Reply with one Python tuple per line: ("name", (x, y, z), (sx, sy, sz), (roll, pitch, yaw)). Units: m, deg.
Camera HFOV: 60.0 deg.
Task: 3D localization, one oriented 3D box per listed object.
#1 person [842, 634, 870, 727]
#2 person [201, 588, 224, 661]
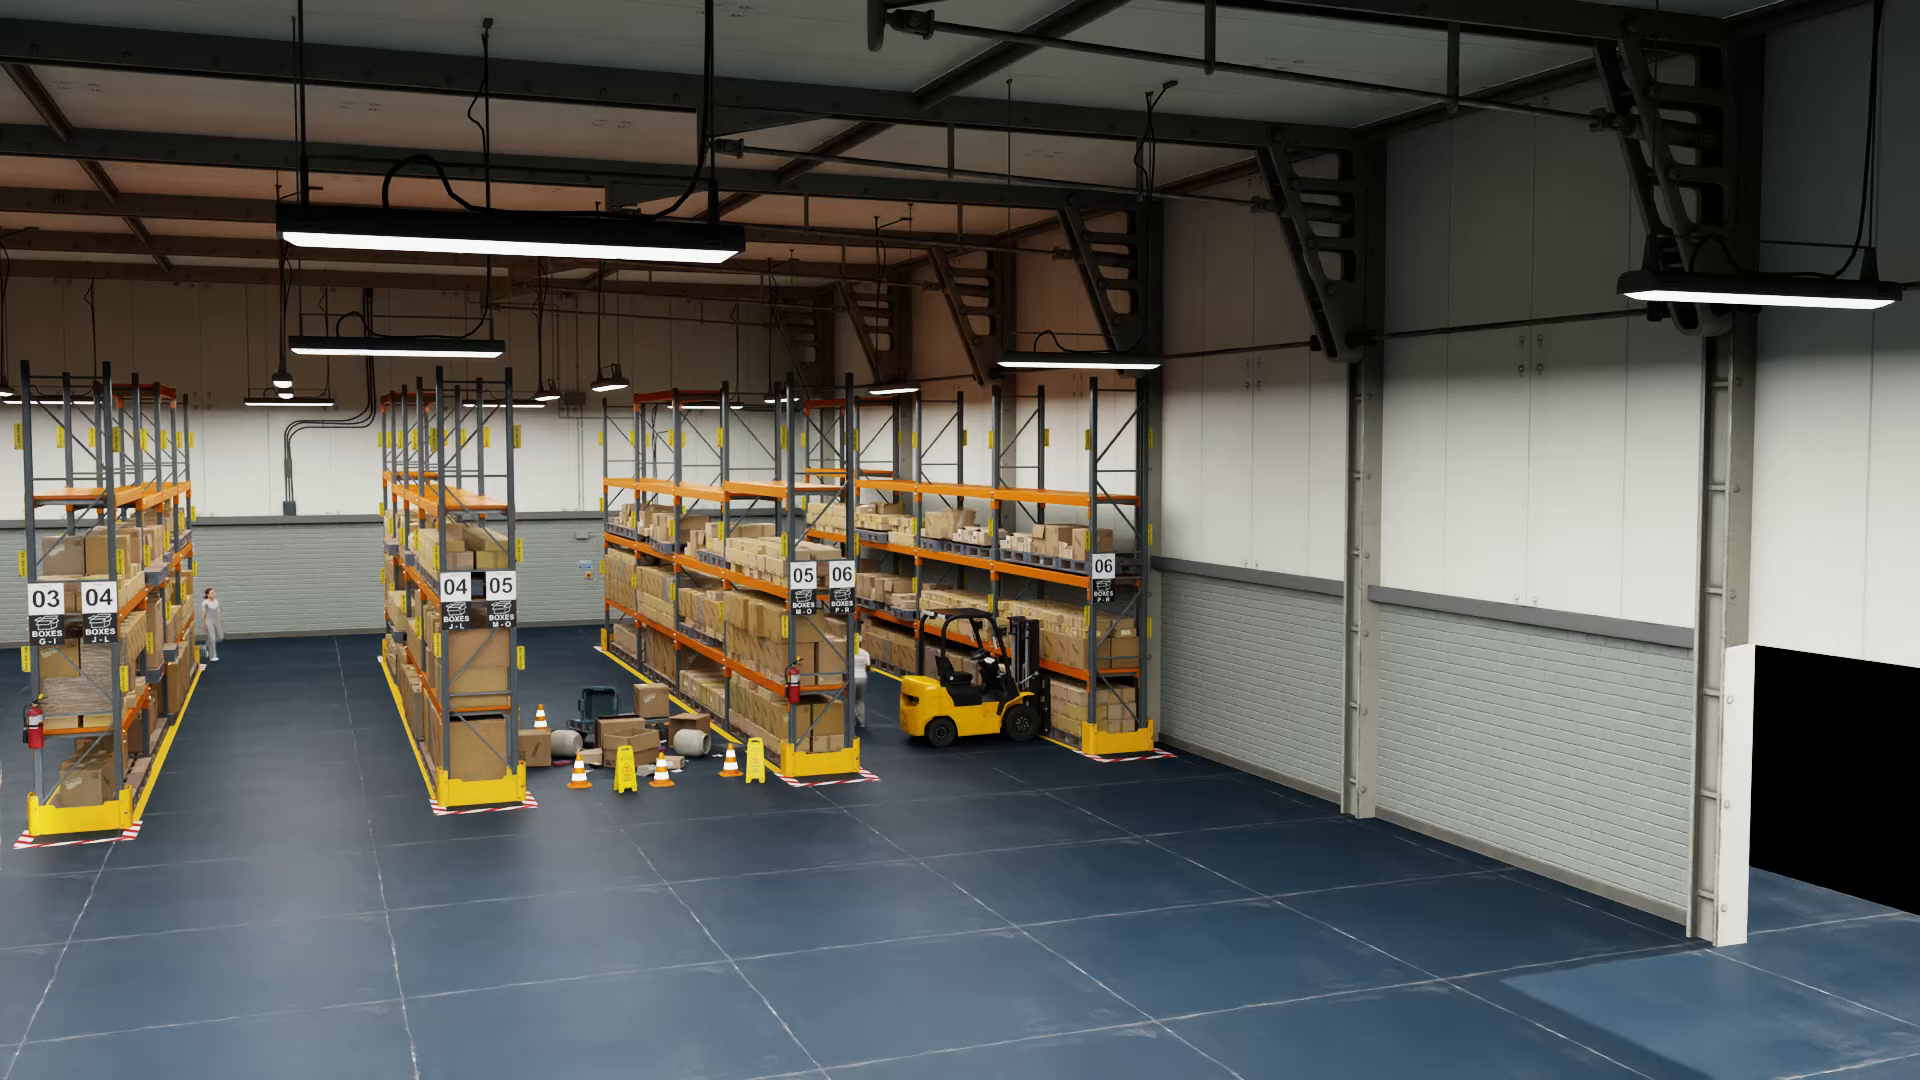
("person", (-1.847, 2.460, 29.226), (0.580, 1.584, 0.720), (-1, 4, -19))
("person", (-16.954, 1.897, 37.578), (0.598, 1.651, 0.442), (2, 4, 28))
